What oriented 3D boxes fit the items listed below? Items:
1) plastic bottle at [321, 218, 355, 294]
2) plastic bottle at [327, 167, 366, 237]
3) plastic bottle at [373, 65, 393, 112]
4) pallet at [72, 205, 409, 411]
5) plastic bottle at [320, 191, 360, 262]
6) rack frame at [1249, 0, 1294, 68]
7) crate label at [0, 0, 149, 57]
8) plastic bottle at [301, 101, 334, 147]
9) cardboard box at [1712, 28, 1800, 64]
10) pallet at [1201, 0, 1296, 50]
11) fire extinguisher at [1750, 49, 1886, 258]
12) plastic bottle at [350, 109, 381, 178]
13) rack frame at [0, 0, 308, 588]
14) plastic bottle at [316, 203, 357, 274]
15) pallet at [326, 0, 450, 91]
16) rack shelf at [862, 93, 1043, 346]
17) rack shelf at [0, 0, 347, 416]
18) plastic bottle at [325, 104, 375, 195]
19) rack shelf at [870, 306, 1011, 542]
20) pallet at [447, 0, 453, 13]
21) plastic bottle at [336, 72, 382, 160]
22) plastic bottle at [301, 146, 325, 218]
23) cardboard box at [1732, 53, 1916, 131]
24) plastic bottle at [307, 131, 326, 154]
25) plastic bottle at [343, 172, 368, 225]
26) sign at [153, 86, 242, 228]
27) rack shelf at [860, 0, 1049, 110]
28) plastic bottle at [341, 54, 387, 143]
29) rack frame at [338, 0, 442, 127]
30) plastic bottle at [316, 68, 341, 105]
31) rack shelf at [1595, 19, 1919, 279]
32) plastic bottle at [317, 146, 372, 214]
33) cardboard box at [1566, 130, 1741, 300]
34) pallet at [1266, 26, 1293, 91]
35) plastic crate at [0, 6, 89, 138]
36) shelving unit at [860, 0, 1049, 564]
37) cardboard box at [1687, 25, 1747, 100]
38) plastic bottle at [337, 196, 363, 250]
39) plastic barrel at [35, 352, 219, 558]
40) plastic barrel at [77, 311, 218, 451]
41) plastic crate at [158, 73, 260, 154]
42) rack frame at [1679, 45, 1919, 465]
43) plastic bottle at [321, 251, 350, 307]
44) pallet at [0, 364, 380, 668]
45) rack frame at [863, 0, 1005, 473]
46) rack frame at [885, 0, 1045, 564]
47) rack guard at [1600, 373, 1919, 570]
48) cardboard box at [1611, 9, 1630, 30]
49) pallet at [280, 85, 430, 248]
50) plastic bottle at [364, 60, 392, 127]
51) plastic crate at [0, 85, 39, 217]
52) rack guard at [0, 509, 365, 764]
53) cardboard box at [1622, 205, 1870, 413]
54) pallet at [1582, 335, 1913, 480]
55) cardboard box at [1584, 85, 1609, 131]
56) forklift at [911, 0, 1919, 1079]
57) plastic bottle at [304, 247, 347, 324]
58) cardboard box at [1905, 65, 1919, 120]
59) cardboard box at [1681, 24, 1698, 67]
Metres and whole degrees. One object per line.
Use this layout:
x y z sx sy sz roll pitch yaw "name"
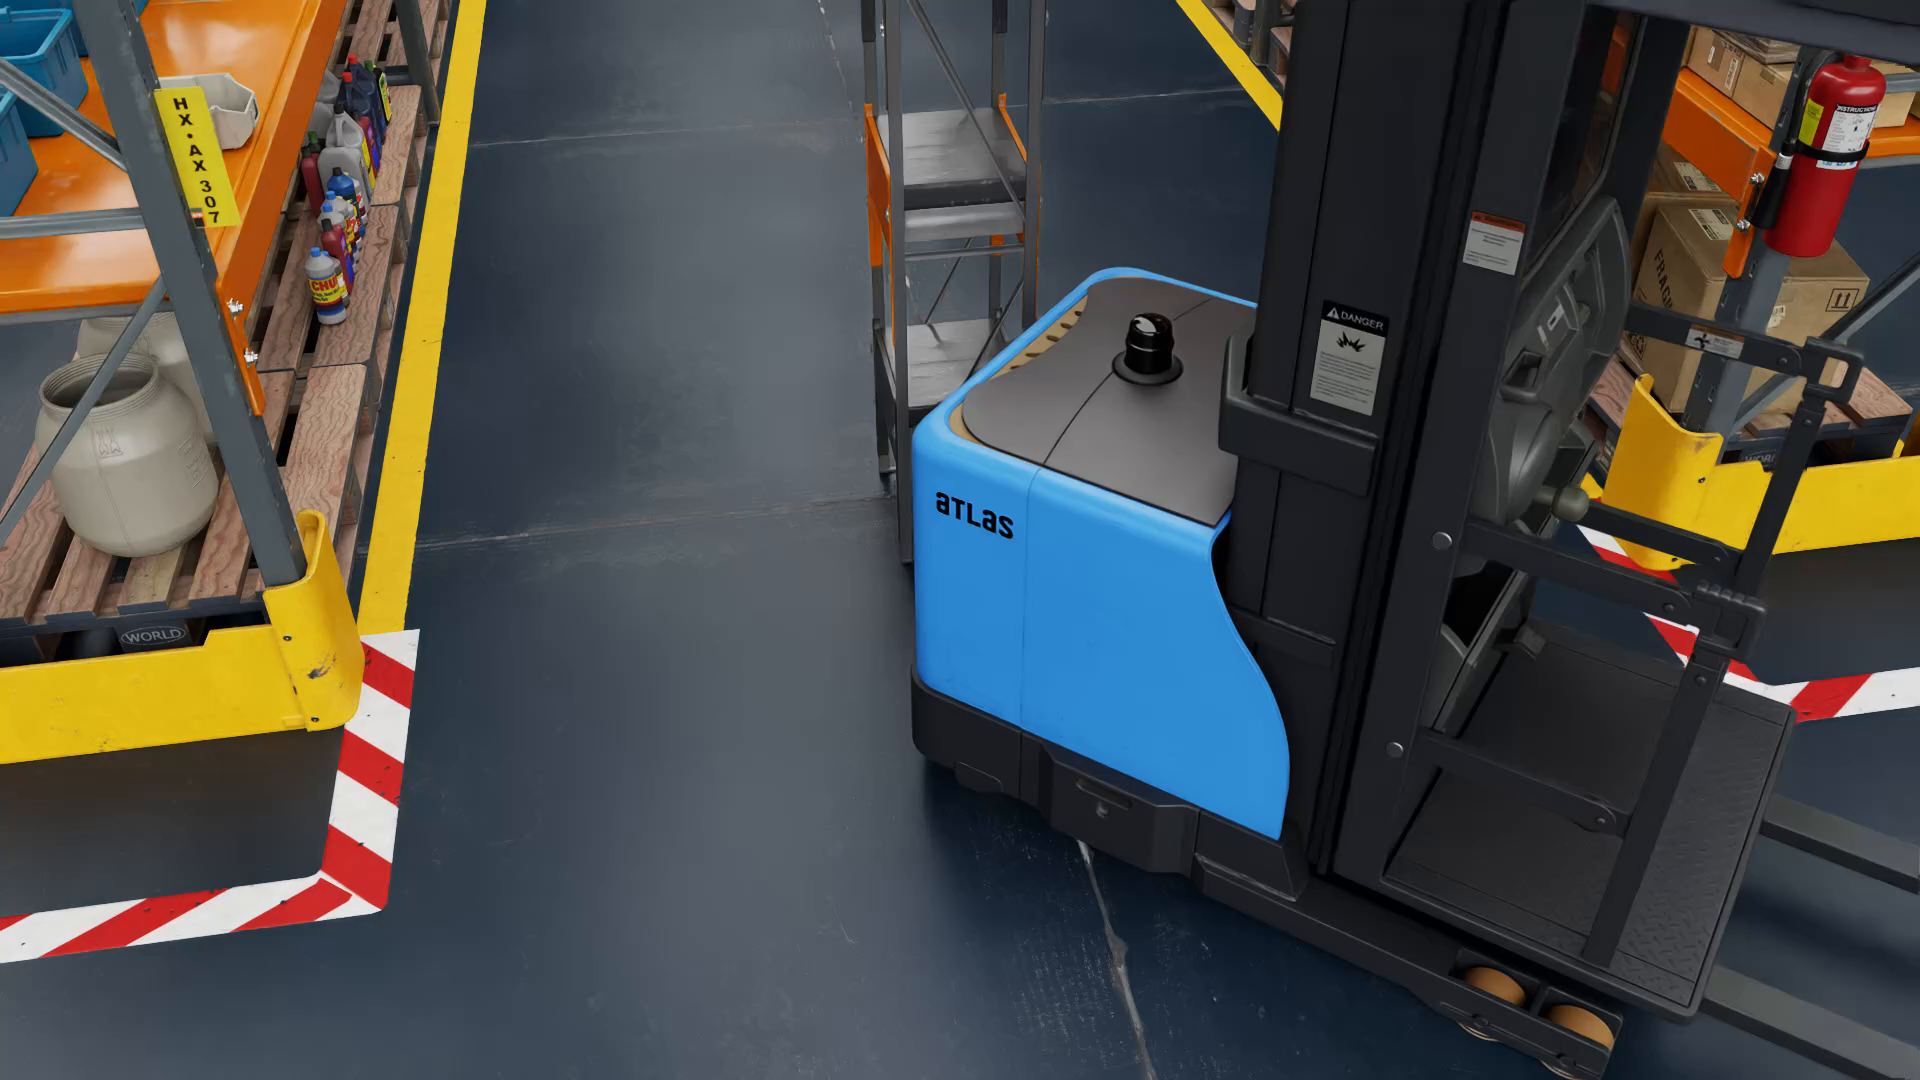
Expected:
-2.250 -1.041 6.000 0.061 0.283 0.133 -6 38 -7 "plastic bottle"
-2.342 -1.287 6.327 0.097 0.271 0.097 0 38 0 "plastic bottle"
-2.548 -1.972 7.265 0.097 0.201 0.097 0 38 0 "plastic bottle"
-2.625 -0.839 6.158 1.003 0.211 1.213 -6 38 -8 "pallet"
-2.306 -1.165 6.170 0.097 0.271 0.097 0 38 0 "plastic bottle"
1.958 -3.621 7.466 1.000 3.000 0.127 -6 38 -8 "rack frame"
-2.806 -1.769 5.053 0.502 0.435 0.616 -6 38 -8 "crate label"
-2.630 -1.682 6.831 0.152 0.276 0.135 -6 38 -8 "plastic bottle"
2.589 -1.697 4.666 0.875 0.500 0.500 -6 38 -8 "cardboard box"
1.820 -2.990 8.927 1.003 0.211 1.213 -6 38 -8 "pallet"
2.225 -1.056 4.227 0.296 0.674 0.183 -6 38 -8 "fire extinguisher"
-2.419 -1.622 6.748 0.061 0.283 0.133 -4 38 -5 "plastic bottle"
-2.217 -0.673 3.671 1.000 3.000 0.127 -6 38 -8 "rack frame"
-2.289 -1.104 6.092 0.097 0.271 0.097 0 38 0 "plastic bottle"
-3.095 -2.457 8.241 1.003 0.211 1.213 -6 38 -8 "pallet"
-0.029 -0.918 4.743 0.431 0.518 0.480 -6 38 -8 "rack shelf"
-2.568 -1.596 5.446 1.077 0.370 4.000 -6 38 -8 "rack shelf"
-2.432 -1.547 6.597 0.144 0.351 0.185 -6 38 -8 "plastic bottle"
-0.029 -0.366 5.172 0.431 0.518 0.480 -6 38 -8 "rack shelf"
-3.312 -3.196 9.192 1.003 0.211 1.213 -6 38 -8 "pallet"
-2.488 -1.742 6.848 0.144 0.351 0.185 -8 39 -10 "plastic bottle"
-2.512 -1.410 6.476 0.061 0.283 0.133 -6 38 -8 "plastic bottle"
2.406 -1.256 4.626 0.380 0.149 0.250 -6 38 -8 "cardboard box"
-2.528 -1.494 6.584 0.061 0.283 0.133 -6 38 -8 "plastic bottle"
-2.359 -1.321 6.428 0.097 0.201 0.097 0 38 0 "plastic bottle"
-1.675 -0.838 3.659 0.100 0.325 0.005 -6 38 -8 "sign"
-0.029 -1.471 4.313 0.431 0.518 0.480 -6 38 -8 "rack shelf"
-2.522 -1.858 6.997 0.144 0.351 0.185 -7 38 -9 "plastic bottle"
-2.919 -3.089 6.781 1.000 3.000 0.127 -6 38 -8 "rack frame"
-2.664 -1.843 6.977 0.144 0.351 0.185 -6 38 -8 "plastic bottle"
2.308 -2.129 6.132 1.077 0.370 4.000 -6 38 -8 "rack shelf"
-2.407 -1.419 6.493 0.152 0.276 0.135 -6 38 -7 "plastic bottle"
2.427 -1.120 5.942 0.500 0.500 0.500 3 38 4 "cardboard box"
2.110 -2.118 7.804 1.003 0.211 1.213 -6 38 -8 "pallet"
-2.708 -1.277 4.570 0.499 0.251 0.408 -6 38 -8 "plastic crate"
-0.029 -0.929 4.735 0.431 2.100 0.503 -6 38 -8 "shelving unit"
2.362 -1.407 4.821 0.380 0.149 0.250 -6 38 -8 "cardboard box"
-2.323 -1.197 6.268 0.097 0.201 0.097 0 38 0 "plastic bottle"
-2.408 -0.245 4.806 0.421 0.512 0.421 0 38 0 "plastic barrel"
-2.496 -0.548 5.196 0.421 0.512 0.421 0 38 0 "plastic barrel"
-2.057 -1.144 4.492 0.298 0.136 0.250 -6 38 -8 "plastic crate"
2.659 -1.205 4.356 1.000 3.000 0.127 -6 38 -8 "rack frame"
-2.247 -0.932 5.927 0.097 0.201 0.097 0 38 0 "plastic bottle"
-2.414 -0.103 5.211 1.003 0.211 1.213 -6 38 -8 "pallet"
-0.072 -1.077 4.924 0.400 2.100 0.015 -6 38 -8 "rack frame"
0.014 -0.782 4.545 0.400 2.100 0.015 -6 38 -8 "rack frame"
2.646 -0.264 5.182 1.175 0.500 0.348 -6 38 -8 "rack guard"
2.239 -1.705 5.205 0.380 0.149 0.250 -6 38 -8 "cardboard box"
-2.842 -1.577 7.108 1.003 0.211 1.213 -6 38 -8 "pallet"
-2.510 -1.934 7.151 0.061 0.283 0.133 -4 38 -6 "plastic bottle"
-2.600 -0.884 4.064 0.499 0.251 0.616 -6 38 -8 "plastic crate"
-2.277 0.274 4.490 1.175 0.500 0.348 -6 38 -8 "rack guard"
2.566 -0.763 5.482 0.500 0.500 0.500 0 38 1 "cardboard box"
2.538 -0.644 5.907 1.003 0.211 1.213 -6 38 -8 "pallet"
2.336 -1.500 6.432 0.500 0.500 0.500 -3 38 -4 "cardboard box"
1.392 -0.331 3.287 3.031 2.935 1.130 21 43 25 "forklift"
-2.228 -0.897 5.825 0.097 0.271 0.097 0 38 0 "plastic bottle"
2.844 -1.304 4.688 0.380 0.149 0.250 -6 38 -8 "cardboard box"
2.268 -1.553 5.008 0.380 0.149 0.250 -6 38 -8 "cardboard box"
